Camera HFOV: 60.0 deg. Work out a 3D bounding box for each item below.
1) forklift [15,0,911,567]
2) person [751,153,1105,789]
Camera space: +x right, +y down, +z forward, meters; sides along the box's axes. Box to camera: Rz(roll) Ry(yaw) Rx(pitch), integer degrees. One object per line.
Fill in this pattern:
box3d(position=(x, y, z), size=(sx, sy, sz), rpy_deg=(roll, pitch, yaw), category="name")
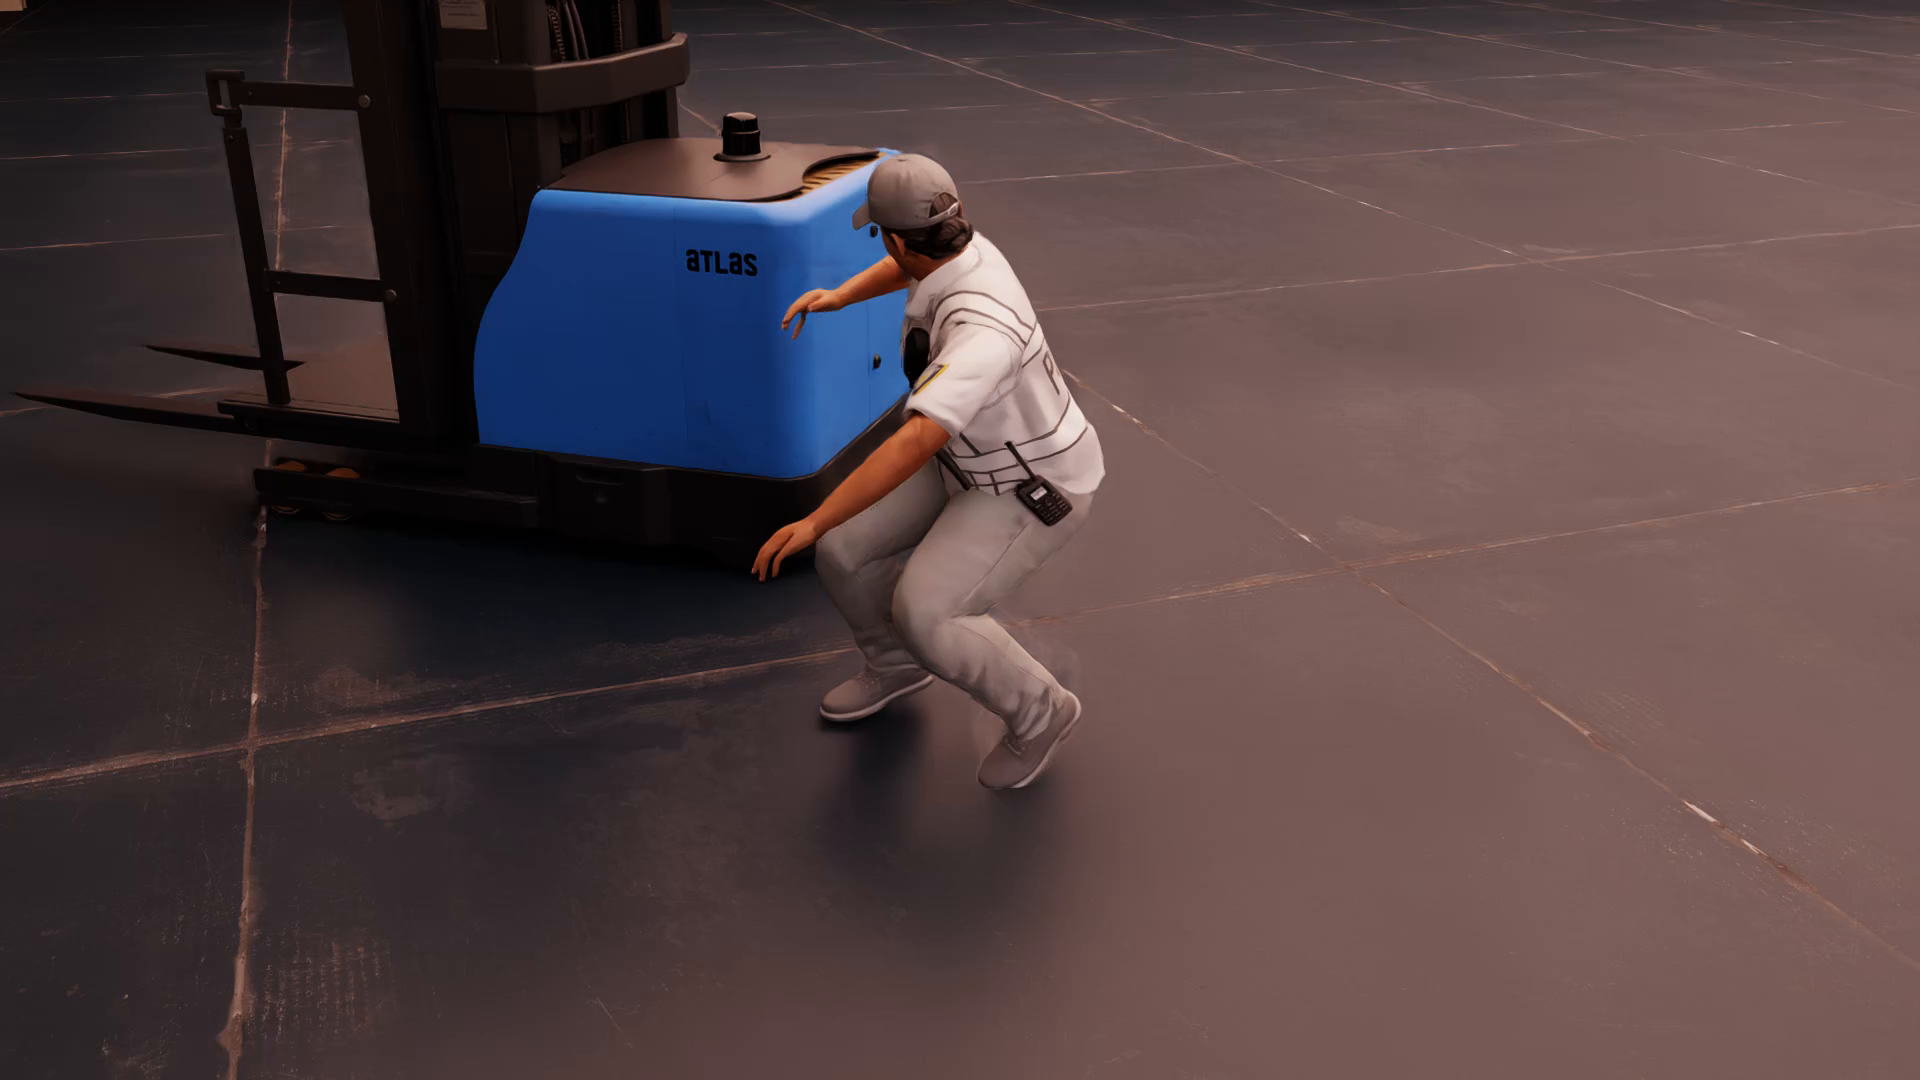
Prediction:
box3d(position=(-1.707, -1.595, 5.091), size=(3.031, 2.935, 1.130), rpy_deg=(7, 24, 16), category="forklift")
box3d(position=(-0.121, -0.142, 3.662), size=(0.910, 1.414, 0.739), rpy_deg=(-10, 25, -23), category="person")
